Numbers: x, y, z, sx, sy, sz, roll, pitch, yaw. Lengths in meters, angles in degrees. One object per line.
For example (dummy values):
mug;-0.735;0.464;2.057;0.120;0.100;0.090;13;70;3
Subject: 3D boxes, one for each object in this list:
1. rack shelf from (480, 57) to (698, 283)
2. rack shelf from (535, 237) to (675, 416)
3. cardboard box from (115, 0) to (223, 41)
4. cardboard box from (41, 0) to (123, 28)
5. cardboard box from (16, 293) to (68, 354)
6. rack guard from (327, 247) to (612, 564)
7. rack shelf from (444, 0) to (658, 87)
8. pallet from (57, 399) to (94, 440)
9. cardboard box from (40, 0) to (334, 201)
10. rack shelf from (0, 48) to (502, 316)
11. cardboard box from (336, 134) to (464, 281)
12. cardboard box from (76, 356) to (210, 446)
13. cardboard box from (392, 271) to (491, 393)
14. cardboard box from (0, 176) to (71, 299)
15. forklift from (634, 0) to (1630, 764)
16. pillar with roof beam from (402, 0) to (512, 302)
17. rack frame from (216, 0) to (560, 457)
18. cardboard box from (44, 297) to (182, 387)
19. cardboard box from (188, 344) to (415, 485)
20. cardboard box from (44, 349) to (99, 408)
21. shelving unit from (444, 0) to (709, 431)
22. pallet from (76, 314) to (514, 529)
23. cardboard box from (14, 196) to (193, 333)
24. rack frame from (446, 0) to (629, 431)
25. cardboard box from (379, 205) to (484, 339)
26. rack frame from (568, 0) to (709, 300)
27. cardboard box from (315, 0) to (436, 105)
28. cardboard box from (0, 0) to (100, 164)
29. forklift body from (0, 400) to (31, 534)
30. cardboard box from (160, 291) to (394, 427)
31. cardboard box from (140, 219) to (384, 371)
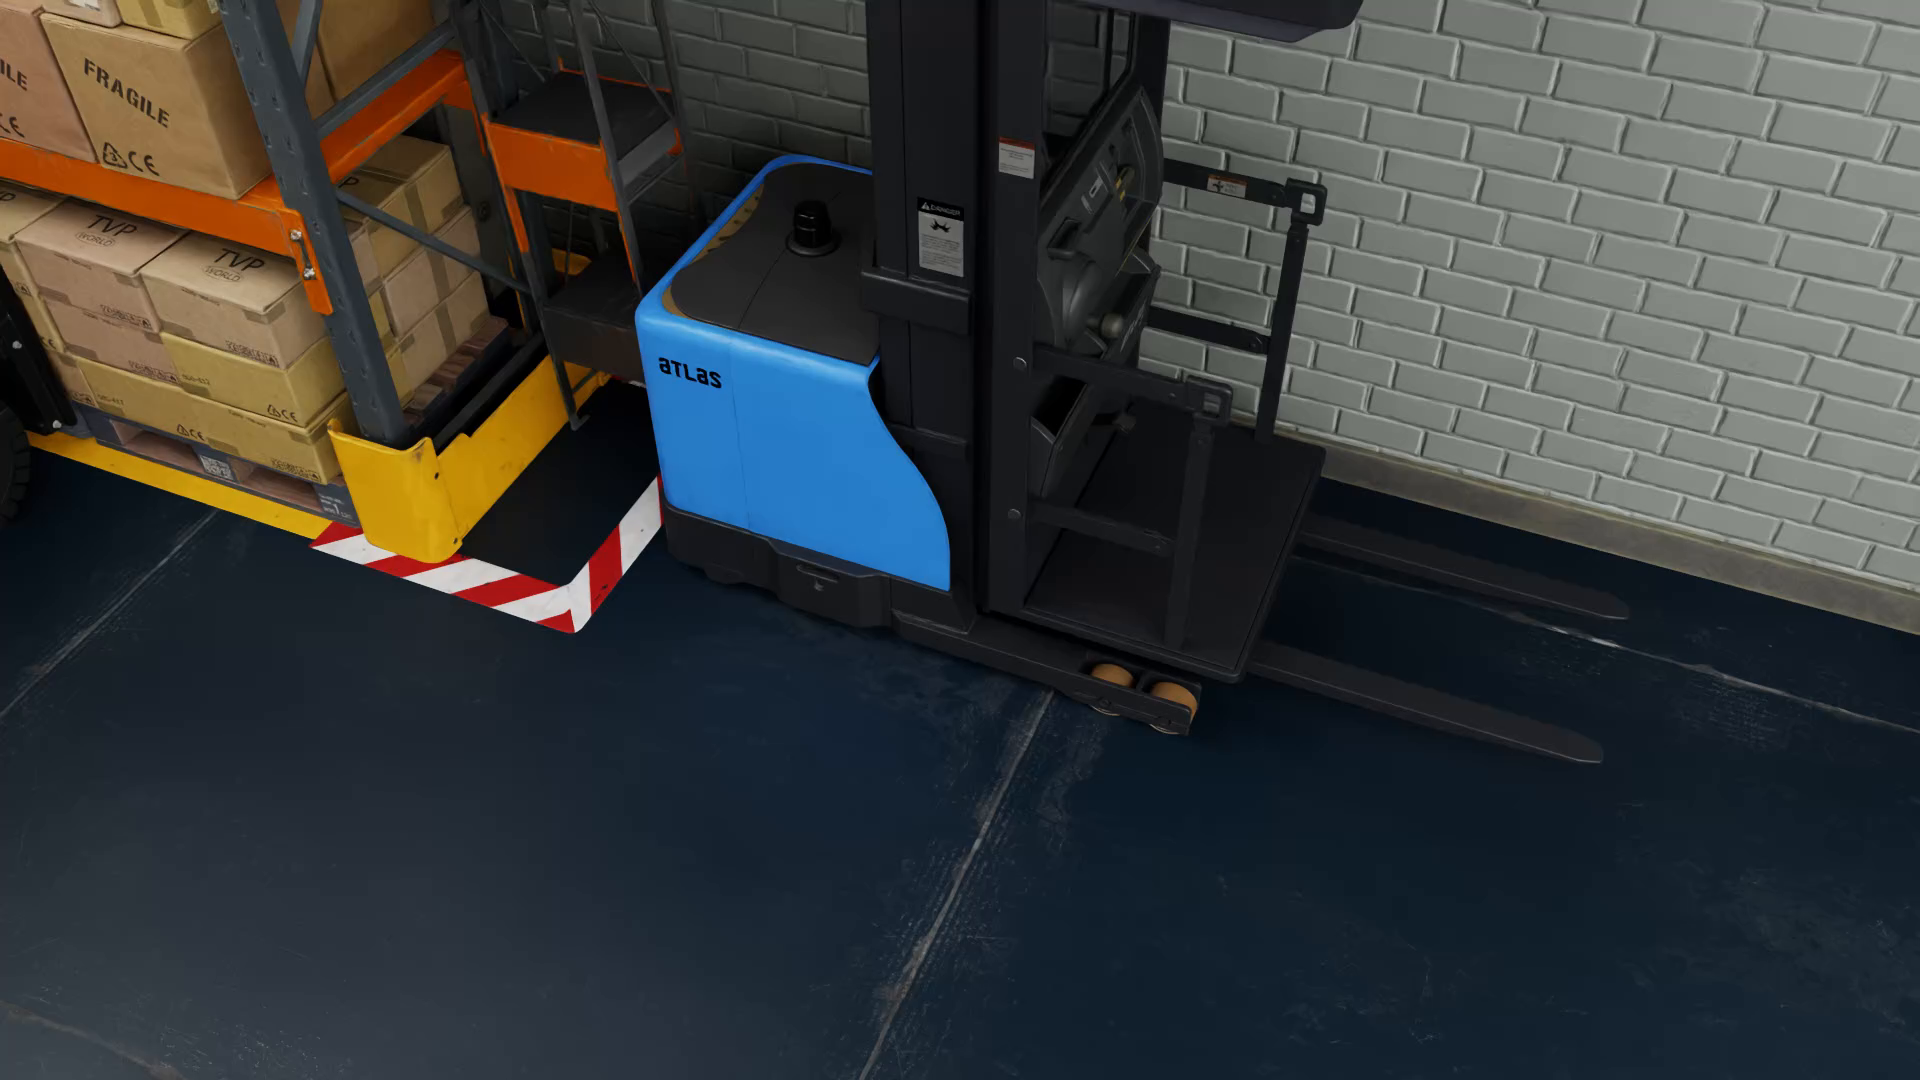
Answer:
rack shelf;-1.197;-1.223;5.485;0.480;0.518;0.431;17;47;23
rack shelf;-1.146;-0.710;5.958;0.480;0.518;0.431;17;47;23
cardboard box;-2.148;-1.579;4.680;0.250;0.149;0.380;17;47;16
cardboard box;-2.396;-1.629;4.730;0.250;0.149;0.380;17;47;16
cardboard box;-3.233;-0.952;5.877;0.500;0.250;0.500;15;47;15
rack guard;-1.698;-0.510;5.908;0.348;0.500;1.175;16;47;16
rack shelf;-1.247;-1.736;5.011;0.480;0.518;0.431;17;47;23
pallet;-3.564;-0.927;6.531;1.213;0.211;1.003;16;47;16
cardboard box;-2.276;-1.400;4.960;0.500;0.500;0.500;15;47;15
rack shelf;-3.566;-1.690;5.832;4.000;0.370;1.077;16;47;16
cardboard box;-2.091;-1.185;5.757;0.500;0.250;0.500;16;47;15
cardboard box;-2.731;-0.640;5.918;0.500;0.250;0.500;16;47;16
cardboard box;-2.099;-0.837;6.116;0.500;0.250;0.500;17;47;16
cardboard box;-3.209;-1.118;5.690;0.500;0.250;0.500;17;47;16
forklift;0.580;-0.868;4.544;3.031;2.935;1.130;16;47;16
pillar with roof beam;-3.674;-1.502;0.880;0.400;9.000;9.100;16;47;16
rack frame;-1.720;-1.402;5.033;0.127;3.000;1.000;16;47;16
cardboard box;-2.749;-0.826;5.750;0.500;0.250;0.500;16;47;15
cardboard box;-2.276;-0.498;5.776;0.500;0.250;0.500;17;47;16
cardboard box;-3.189;-0.781;6.060;0.500;0.250;0.500;17;47;16
shelving unit;-1.198;-1.233;5.475;0.503;2.100;0.431;17;47;23
pallet;-2.442;-0.594;6.197;1.213;0.211;1.003;16;47;16
cardboard box;-2.739;-0.988;5.559;0.500;0.250;0.500;17;47;17
rack frame;-1.413;-1.299;5.569;0.015;2.100;0.400;17;47;23
cardboard box;-2.074;-1.017;5.942;0.500;0.250;0.500;17;47;17
rack frame;-0.982;-1.168;5.382;0.015;2.100;0.400;17;47;23
cardboard box;-2.071;-1.753;5.314;0.500;0.500;0.500;18;48;17
cardboard box;-2.751;-1.547;5.108;0.500;0.500;0.500;18;48;17
forklift body;-4.173;-0.429;4.656;1.214;2.155;2.313;16;47;16
cardboard box;-2.290;-0.682;5.606;0.500;0.250;0.500;16;47;15
cardboard box;-2.266;-0.853;5.423;0.500;0.250;0.500;18;48;17
